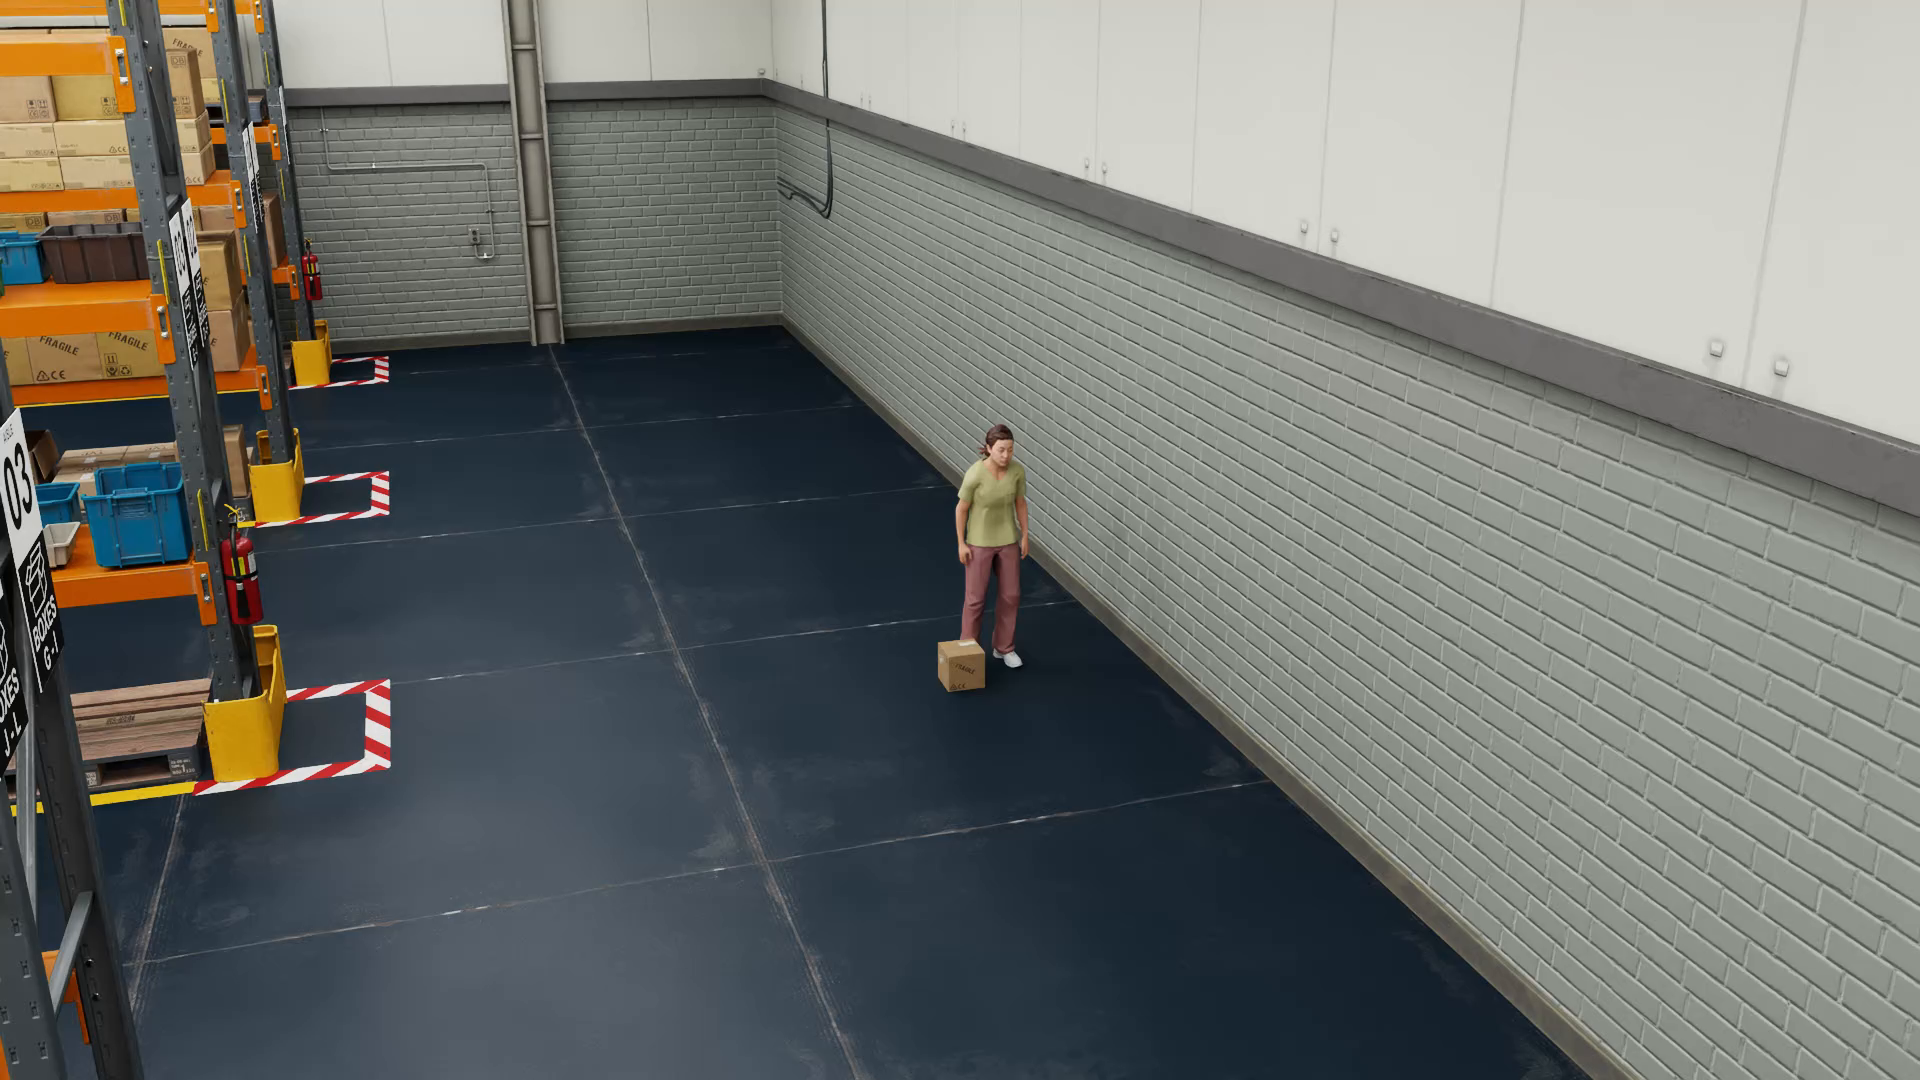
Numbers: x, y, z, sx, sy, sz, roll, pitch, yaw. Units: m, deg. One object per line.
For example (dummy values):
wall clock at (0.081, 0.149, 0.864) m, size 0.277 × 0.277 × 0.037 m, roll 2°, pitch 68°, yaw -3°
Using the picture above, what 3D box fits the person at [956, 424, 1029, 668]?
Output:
person at (0.224, 0.039, 10.959) m, size 0.510 × 1.672 × 0.352 m, roll -7°, pitch 20°, yaw -18°
